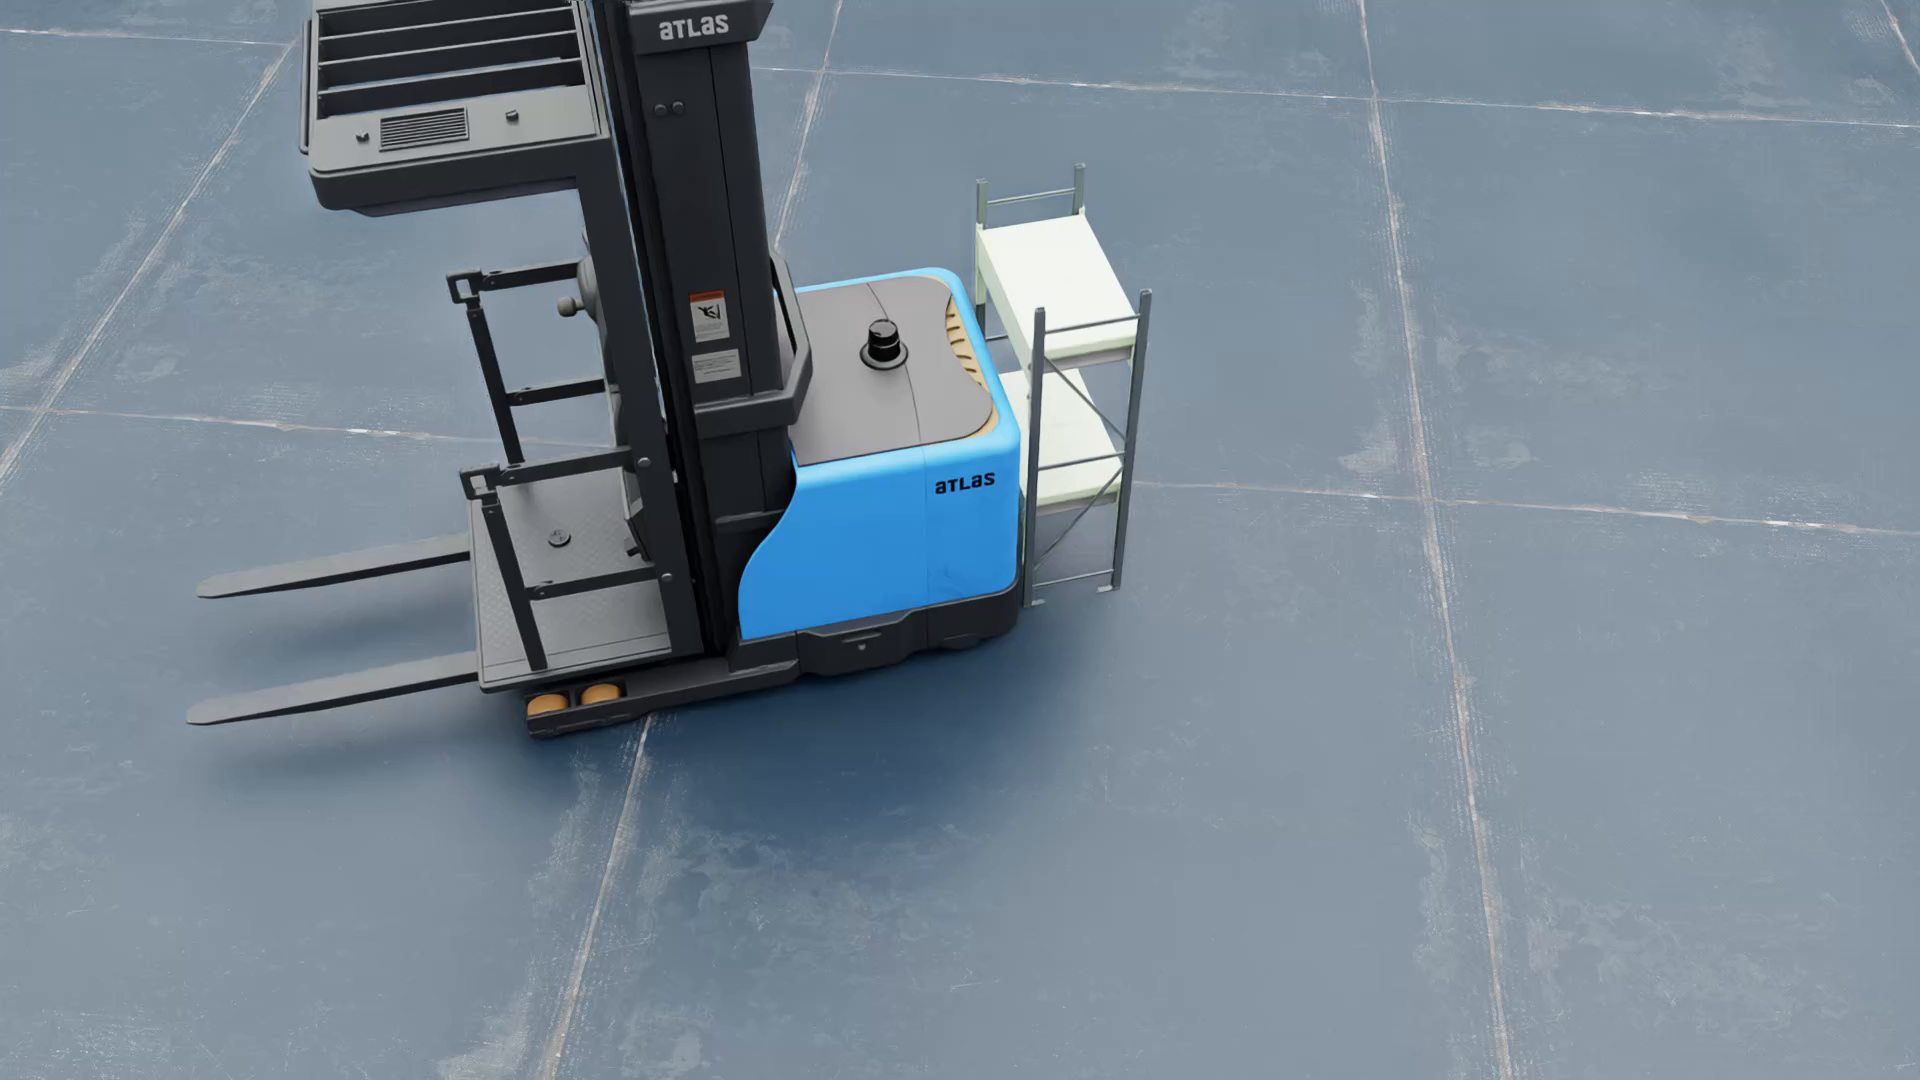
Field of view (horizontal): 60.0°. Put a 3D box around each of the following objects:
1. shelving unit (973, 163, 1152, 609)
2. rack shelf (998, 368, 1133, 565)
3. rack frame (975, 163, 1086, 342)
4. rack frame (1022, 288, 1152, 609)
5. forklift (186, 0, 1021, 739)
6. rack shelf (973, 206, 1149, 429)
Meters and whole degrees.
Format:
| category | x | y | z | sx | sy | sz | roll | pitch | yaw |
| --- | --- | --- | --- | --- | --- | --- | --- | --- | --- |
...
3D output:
| category | x | y | z | sx | sy | sz | roll | pitch | yaw |
| --- | --- | --- | --- | --- | --- | --- | --- | --- | --- |
| shelving unit | 0.347 | -0.544 | 6.257 | 0.431 | 1.500 | 0.755 | -11 | 48 | -10 |
| rack shelf | 0.347 | -0.324 | 6.497 | 0.431 | 0.370 | 0.720 | -11 | 48 | -10 |
| rack frame | 0.255 | -0.805 | 6.496 | 0.400 | 1.500 | 0.023 | -11 | 48 | -10 |
| rack frame | 0.440 | -0.282 | 6.018 | 0.400 | 1.500 | 0.023 | -11 | 48 | -10 |
| forklift | -1.350 | -0.700 | 5.430 | 3.031 | 2.935 | 1.130 | -10 | 48 | -9 |
| rack shelf | 0.347 | -0.807 | 5.969 | 0.431 | 0.370 | 0.720 | -11 | 48 | -10 |
